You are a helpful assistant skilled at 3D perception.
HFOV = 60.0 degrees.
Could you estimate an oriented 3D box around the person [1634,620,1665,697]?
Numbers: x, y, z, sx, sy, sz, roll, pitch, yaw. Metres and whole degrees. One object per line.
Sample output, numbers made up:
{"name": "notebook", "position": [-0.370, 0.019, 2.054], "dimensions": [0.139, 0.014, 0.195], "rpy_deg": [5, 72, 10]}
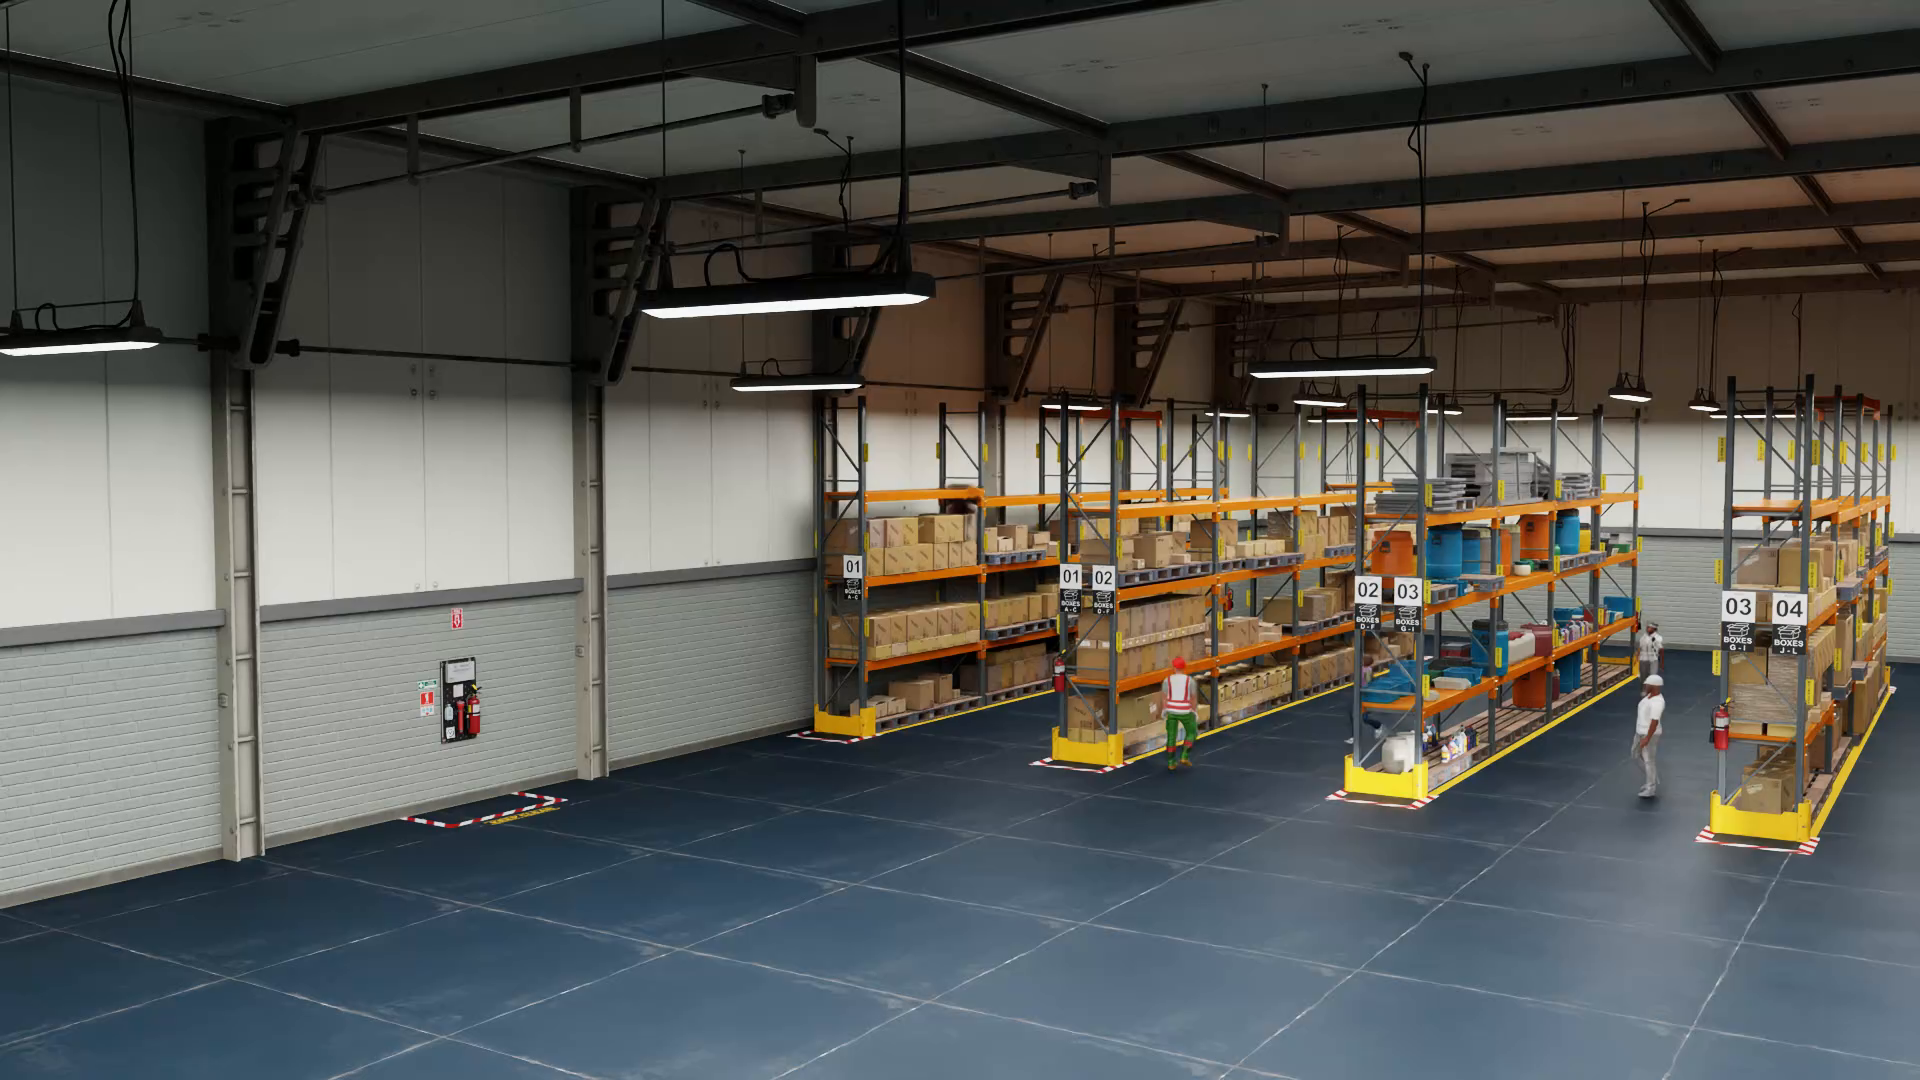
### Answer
{"name": "person", "position": [13.863, 2.427, 33.422], "dimensions": [0.581, 1.645, 0.964], "rpy_deg": [1, 3, 26]}

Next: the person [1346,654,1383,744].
{"name": "person", "position": [6.958, 2.710, 28.526], "dimensions": [0.674, 1.557, 0.429], "rpy_deg": [-2, 4, -34]}

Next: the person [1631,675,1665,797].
{"name": "person", "position": [10.060, 2.842, 24.307], "dimensions": [0.446, 1.768, 0.677], "rpy_deg": [0, 3, 4]}

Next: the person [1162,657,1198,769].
{"name": "person", "position": [3.457, 2.723, 26.220], "dimensions": [0.562, 1.783, 0.436], "rpy_deg": [2, 3, 29]}

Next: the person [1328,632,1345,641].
{"name": "person", "position": [9.584, 1.916, 42.236], "dimensions": [0.594, 1.830, 0.413], "rpy_deg": [0, 3, 3]}
